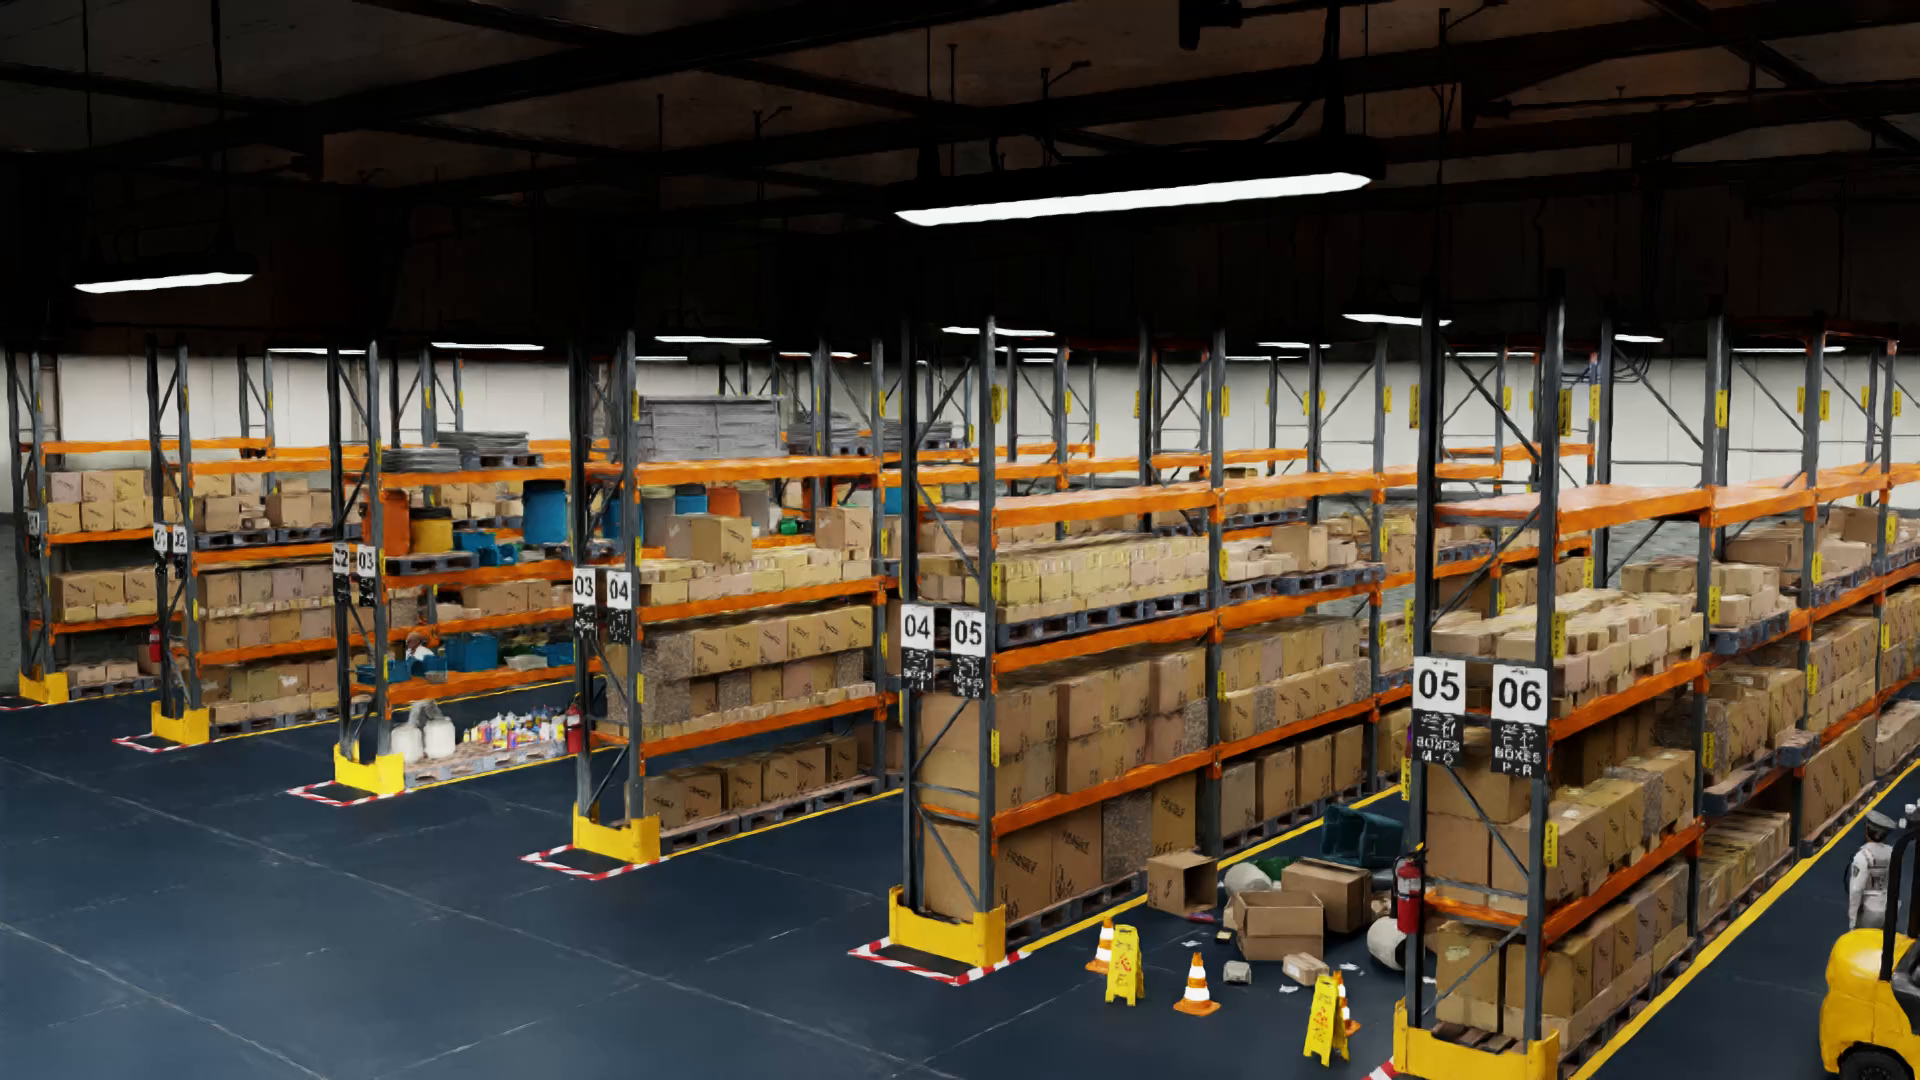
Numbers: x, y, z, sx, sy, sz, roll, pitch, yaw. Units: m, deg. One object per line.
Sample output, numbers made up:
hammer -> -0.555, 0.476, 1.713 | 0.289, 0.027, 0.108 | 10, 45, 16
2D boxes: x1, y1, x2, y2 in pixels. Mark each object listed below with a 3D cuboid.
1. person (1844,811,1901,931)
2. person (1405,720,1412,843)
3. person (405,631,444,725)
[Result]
person -> 7.512, 3.083, 13.768 | 0.524, 1.677, 0.463 | -2, 6, -21
person -> 5.361, 2.563, 18.992 | 0.673, 1.763, 0.580 | -2, 5, -20
person -> -7.811, 2.143, 23.984 | 0.598, 1.698, 1.194 | 5, 7, 41
